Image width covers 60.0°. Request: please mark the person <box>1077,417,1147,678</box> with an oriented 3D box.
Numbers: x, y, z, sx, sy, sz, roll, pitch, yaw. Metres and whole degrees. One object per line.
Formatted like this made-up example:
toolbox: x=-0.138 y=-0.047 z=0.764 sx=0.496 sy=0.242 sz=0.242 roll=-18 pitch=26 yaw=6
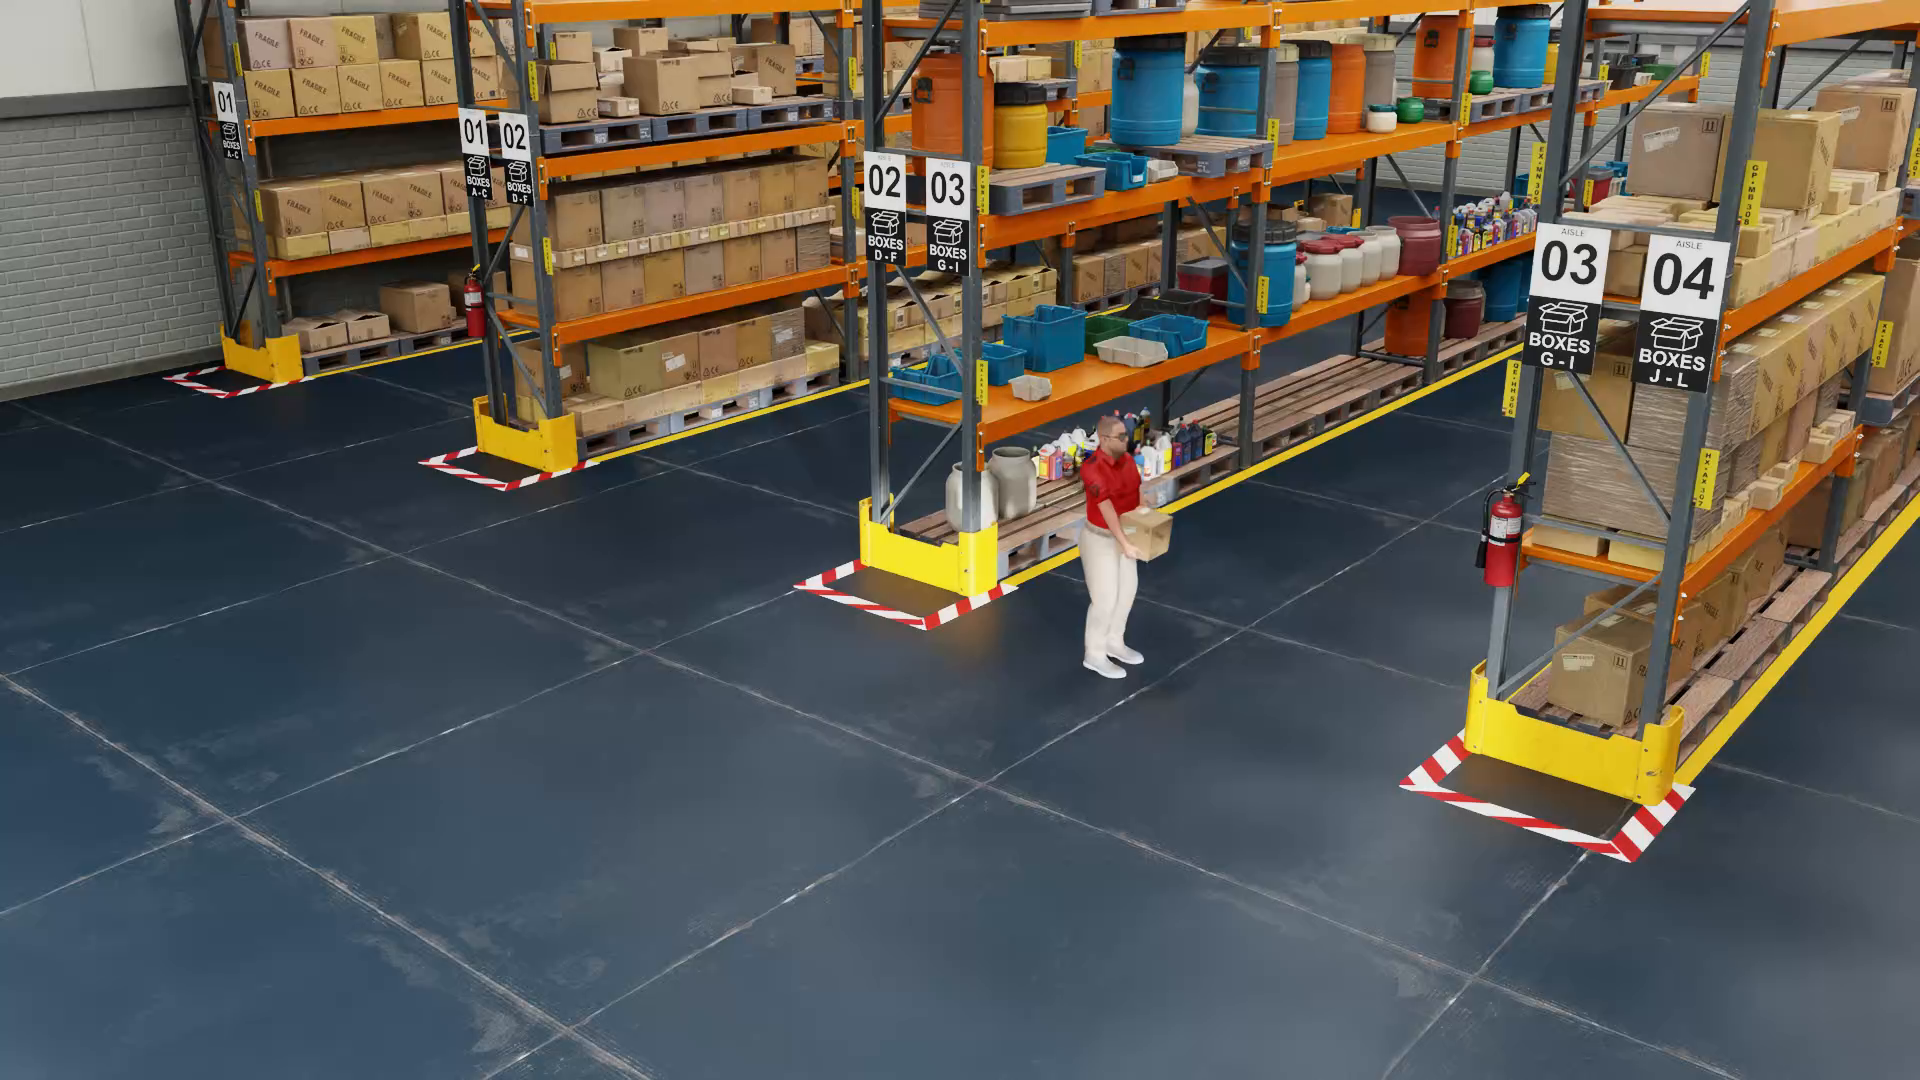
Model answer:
person: x=1.074 y=0.045 z=10.991 sx=0.541 sy=1.724 sz=0.490 roll=16 pitch=25 yaw=36
